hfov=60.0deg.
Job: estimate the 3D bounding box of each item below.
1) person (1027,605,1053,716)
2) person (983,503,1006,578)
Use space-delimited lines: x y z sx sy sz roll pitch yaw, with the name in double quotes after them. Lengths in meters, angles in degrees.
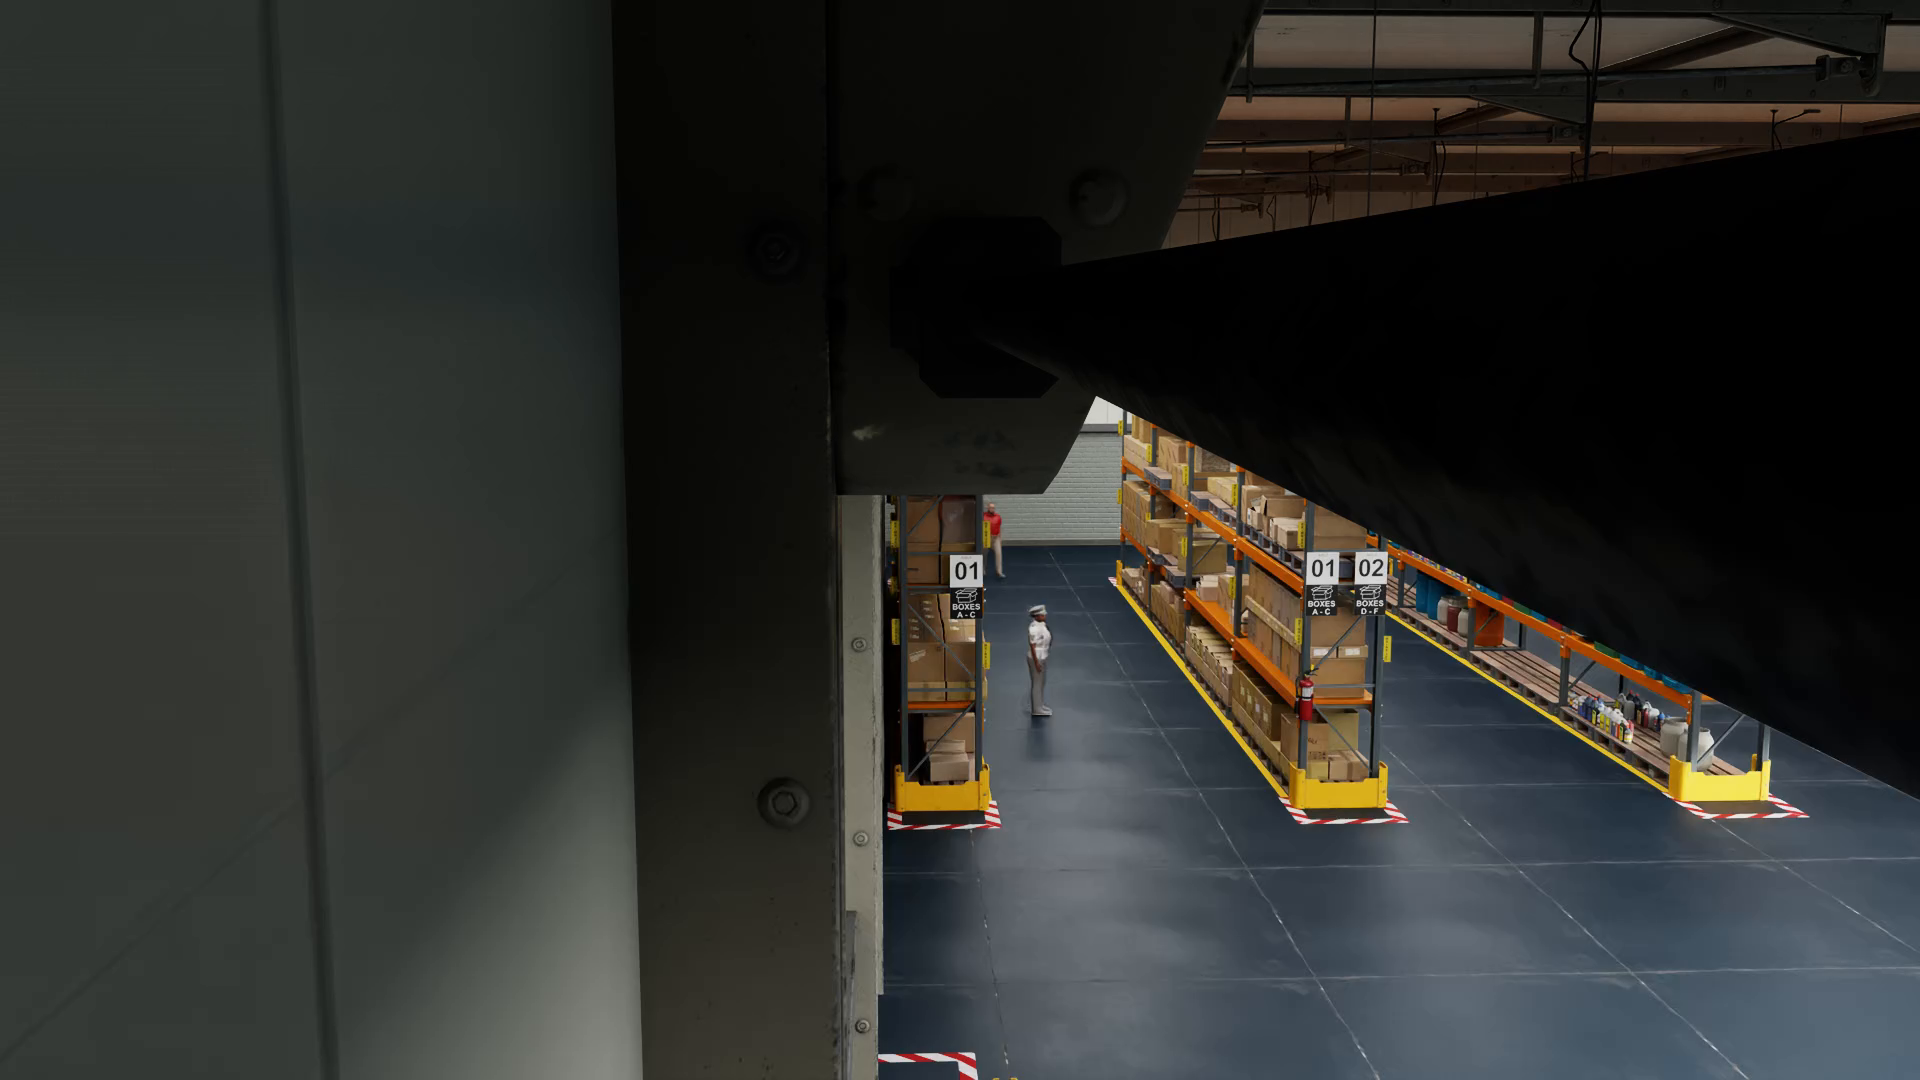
1.225 1.815 25.158 0.412 1.686 0.503 3 9 19 "person"
0.697 0.004 37.202 0.586 1.671 1.049 -2 9 -16 "person"
